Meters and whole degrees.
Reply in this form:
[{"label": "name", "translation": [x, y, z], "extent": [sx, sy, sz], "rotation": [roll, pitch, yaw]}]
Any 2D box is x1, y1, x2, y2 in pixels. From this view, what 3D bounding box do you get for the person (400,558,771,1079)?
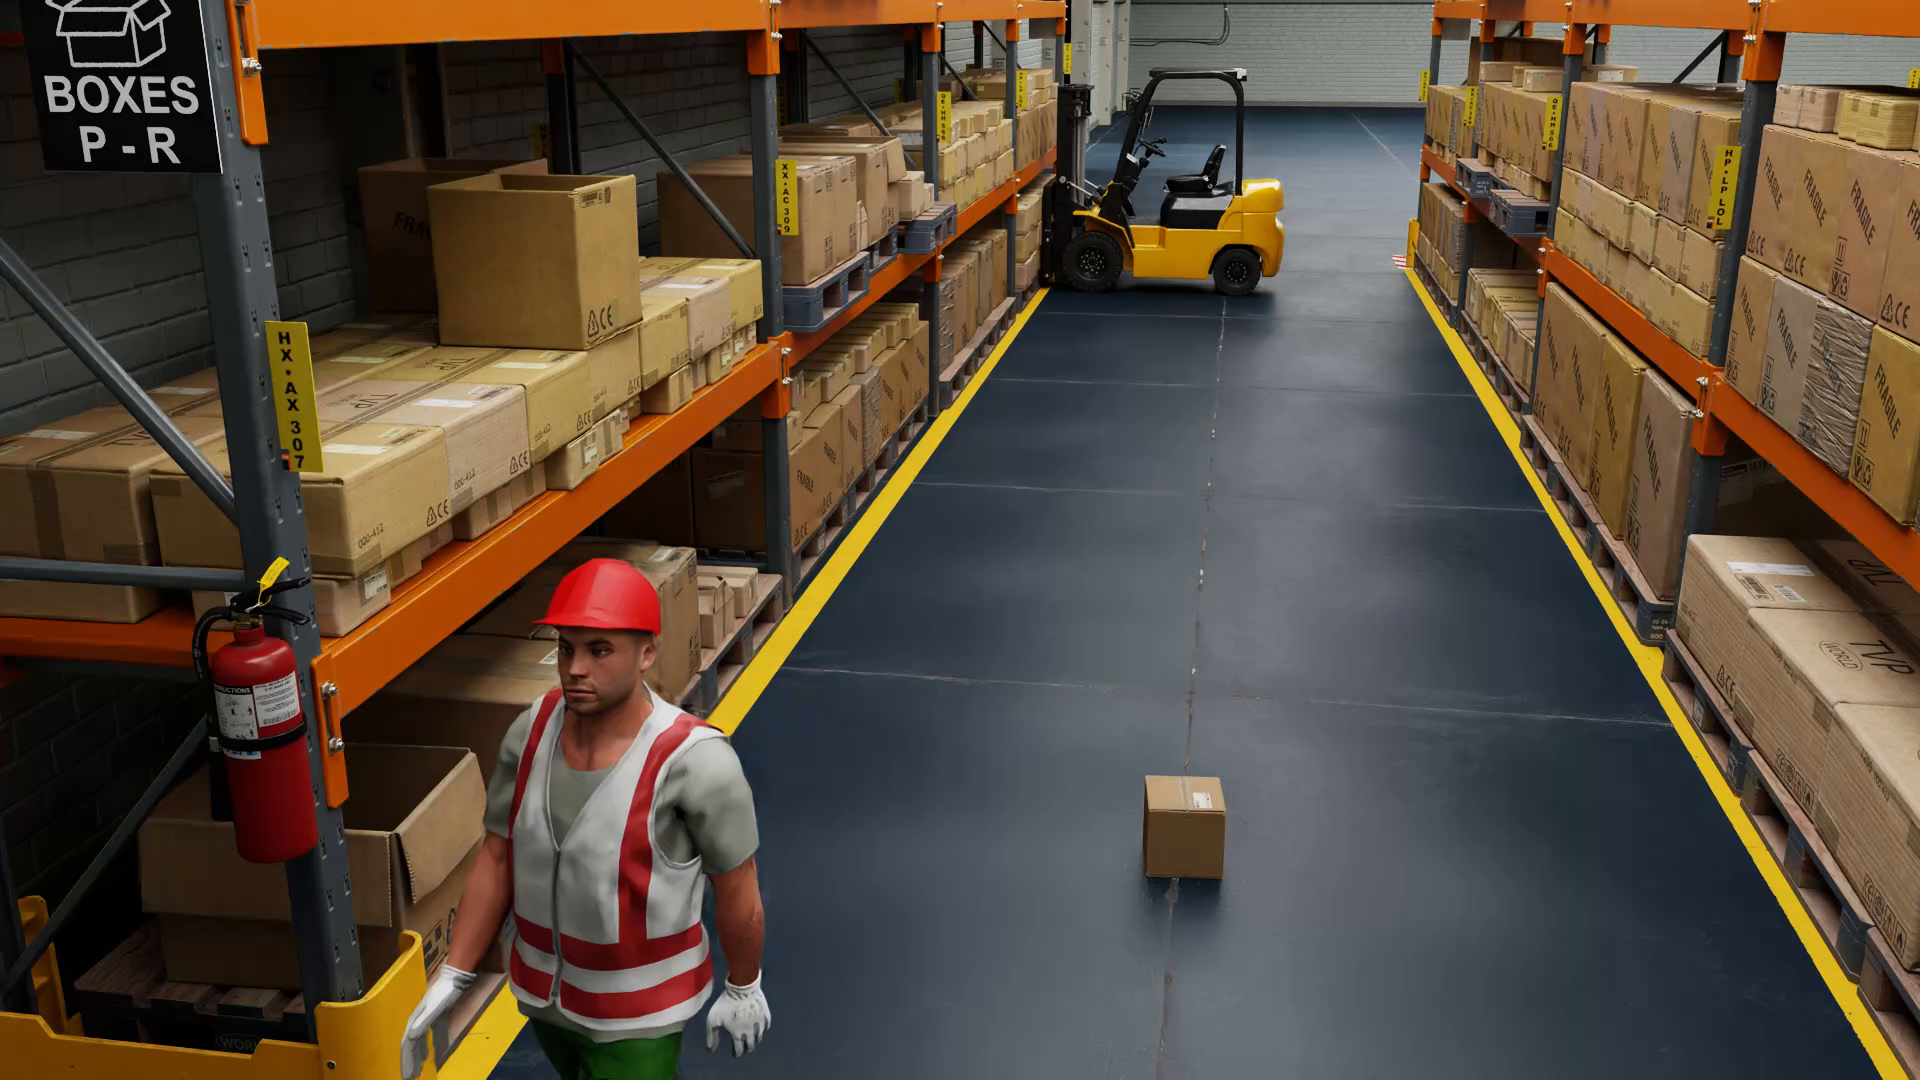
[{"label": "person", "translation": [-0.740, 0.900, 3.144], "extent": [0.530, 1.722, 1.021], "rotation": [10, 20, 29]}]
